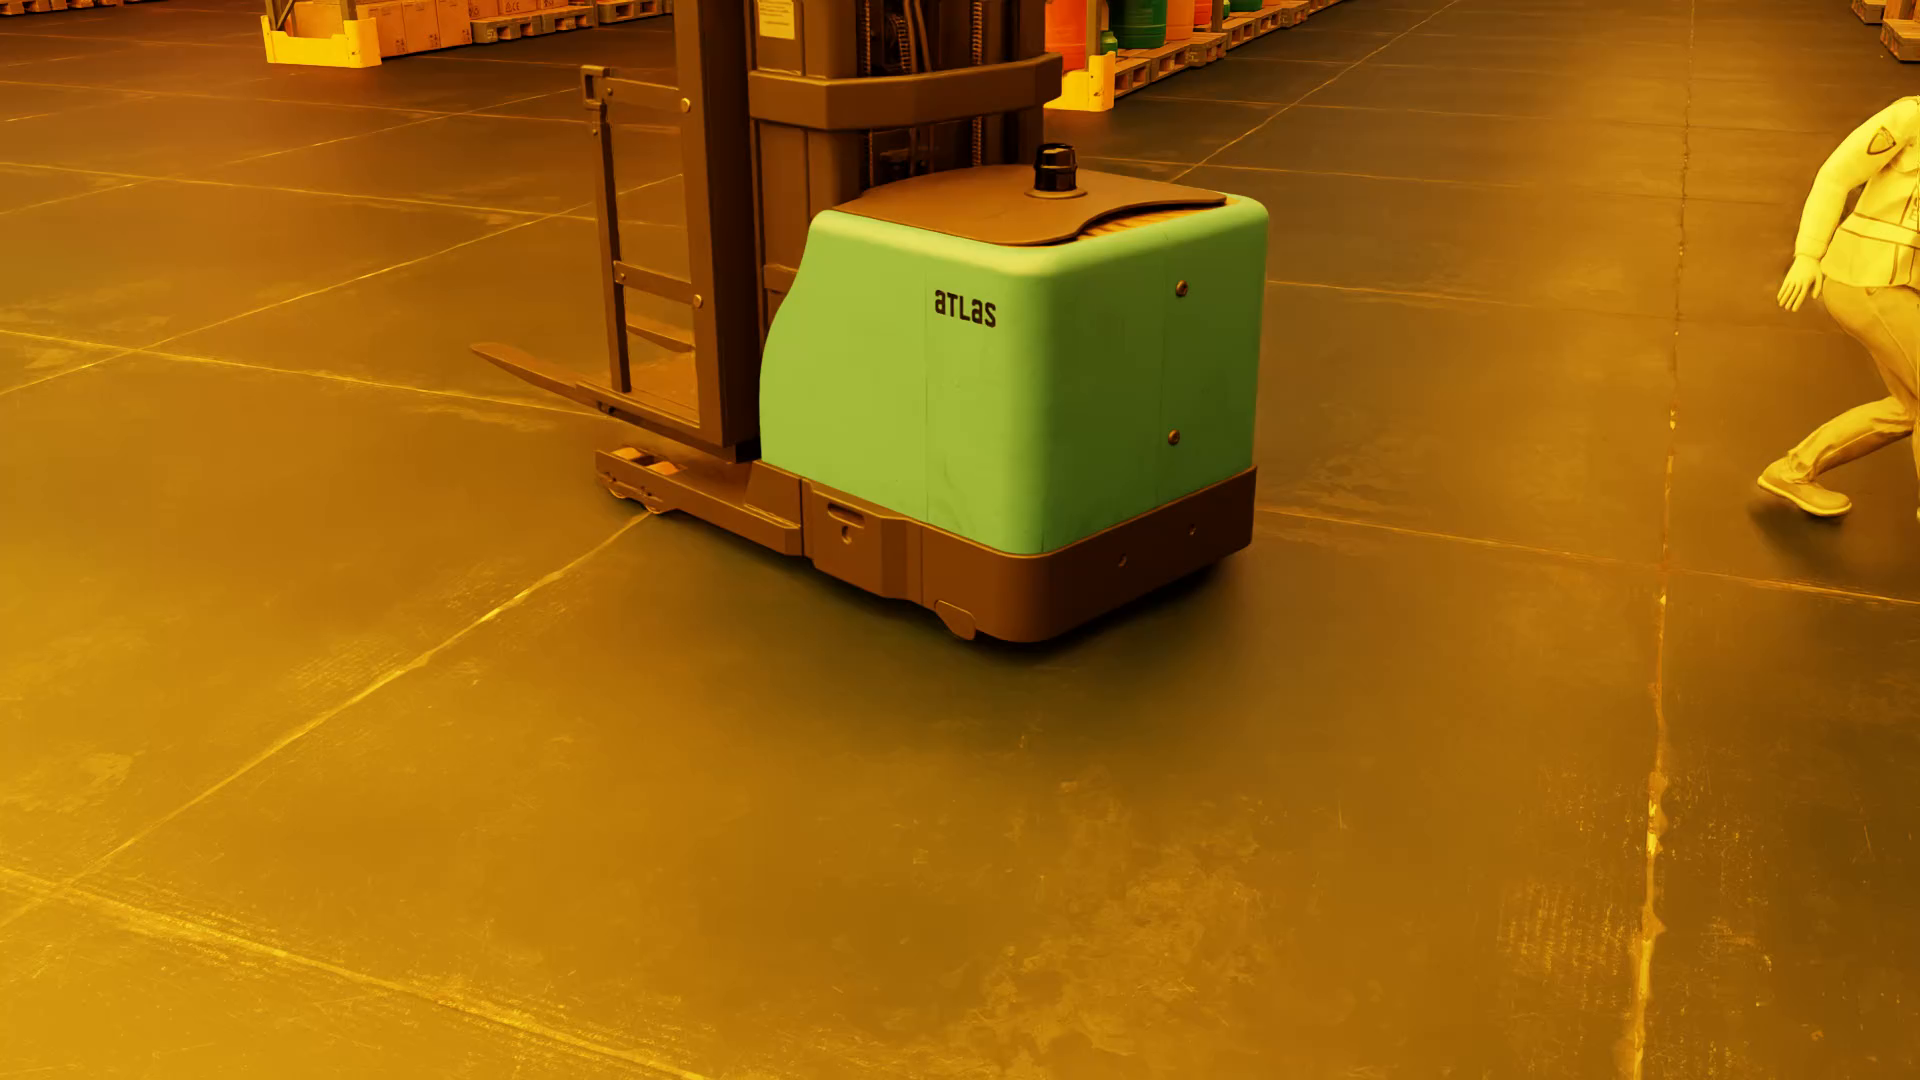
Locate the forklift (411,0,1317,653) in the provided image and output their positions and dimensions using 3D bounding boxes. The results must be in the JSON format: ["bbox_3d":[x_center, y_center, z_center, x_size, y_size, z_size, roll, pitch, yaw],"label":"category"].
[{"bbox_3d":[-0.504,-1.485,4.845,3.031,2.935,1.130,15,27,32],"label":"forklift"}]
